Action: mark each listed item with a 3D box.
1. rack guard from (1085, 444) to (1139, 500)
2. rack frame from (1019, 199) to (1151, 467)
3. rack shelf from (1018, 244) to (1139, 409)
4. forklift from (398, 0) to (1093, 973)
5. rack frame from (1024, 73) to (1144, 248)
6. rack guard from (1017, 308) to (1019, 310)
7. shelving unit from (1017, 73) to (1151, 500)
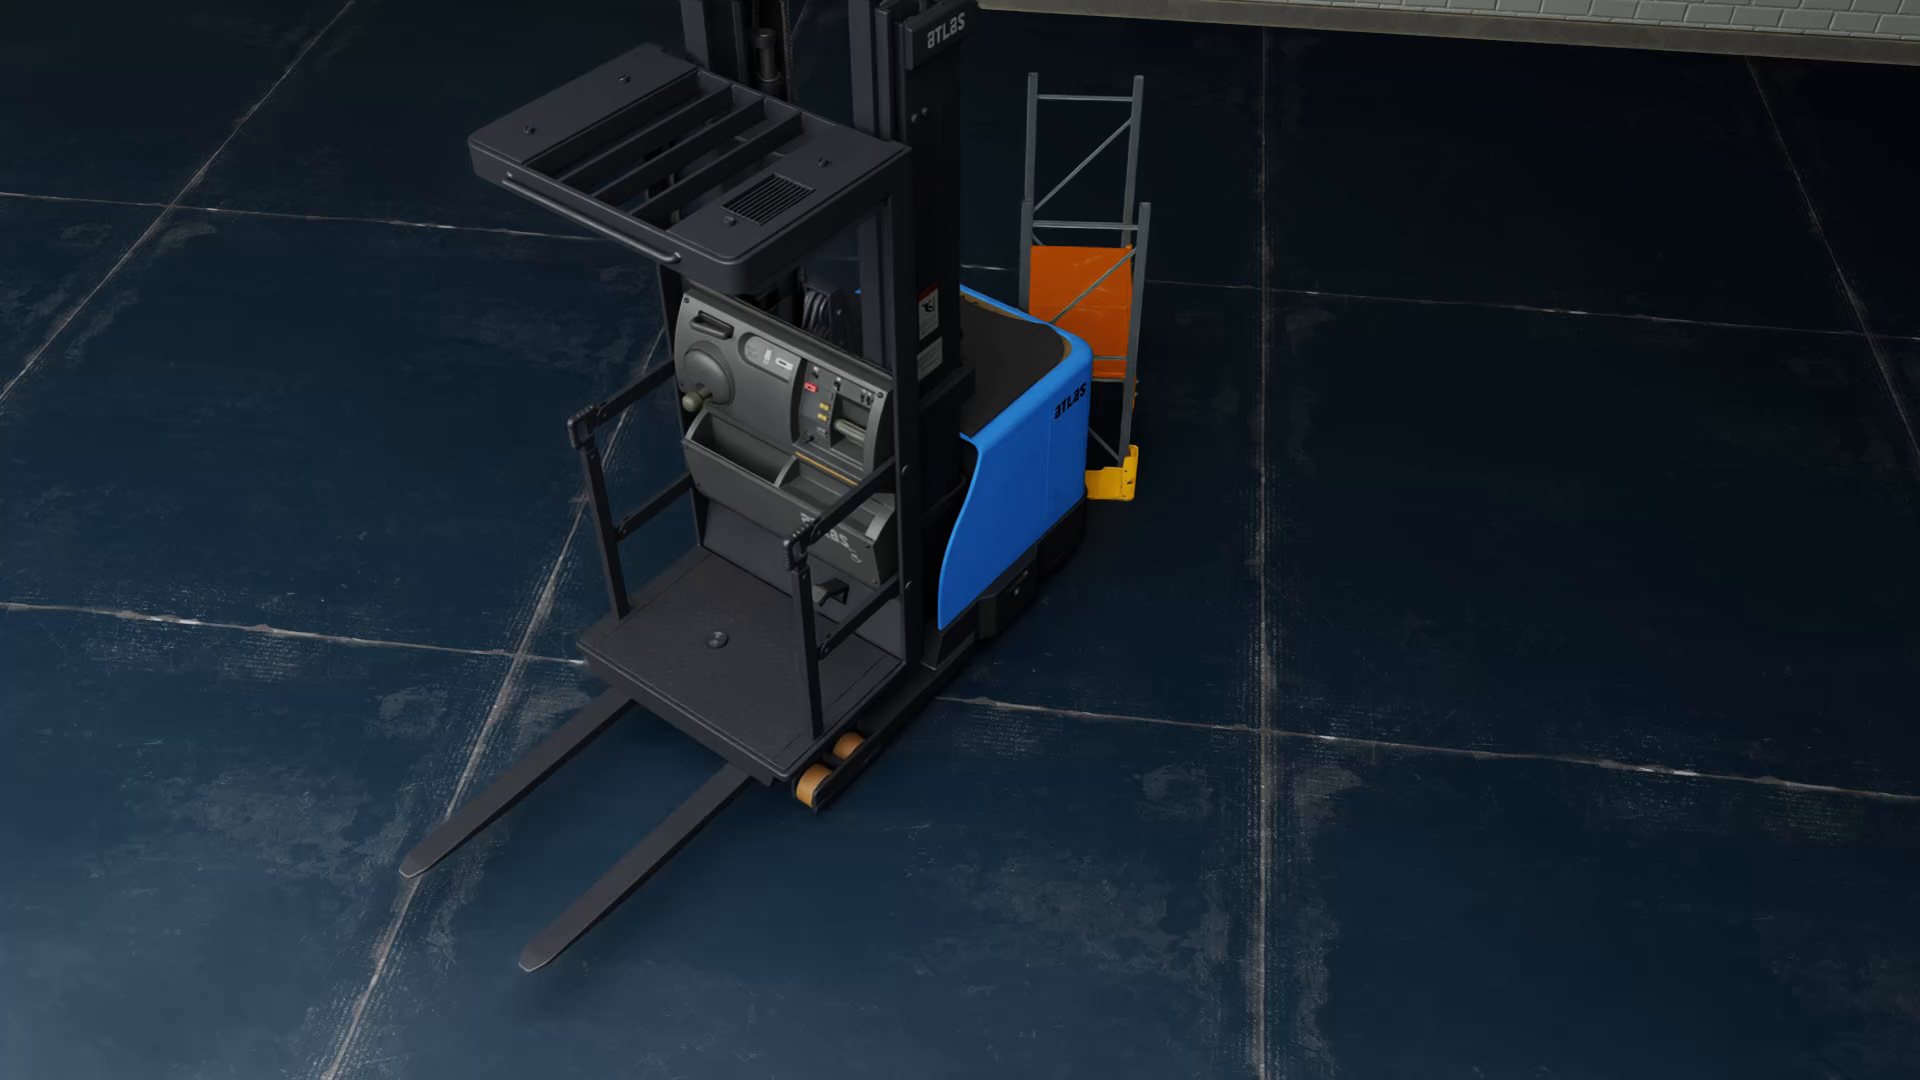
[{"bbox_3d":[0.490,-0.310,7.396,0.587,0.250,0.087,2,43,2],"label":"rack guard"},{"bbox_3d":[0.490,-0.763,6.965,0.500,1.500,0.032,2,43,2],"label":"rack frame"},{"bbox_3d":[0.517,-0.982,7.458,0.538,0.185,1.000,2,43,2],"label":"rack shelf"},{"bbox_3d":[-0.754,-0.454,5.597,1.130,2.935,3.031,28,50,26],"label":"forklift"},{"bbox_3d":[0.545,-1.461,7.703,0.500,1.500,0.032,2,43,2],"label":"rack frame"},{"bbox_3d":[0.544,-0.994,8.118,0.587,0.250,0.087,2,43,2],"label":"rack guard"},{"bbox_3d":[0.517,-1.106,7.327,0.587,1.500,1.083,2,43,2],"label":"shelving unit"}]
